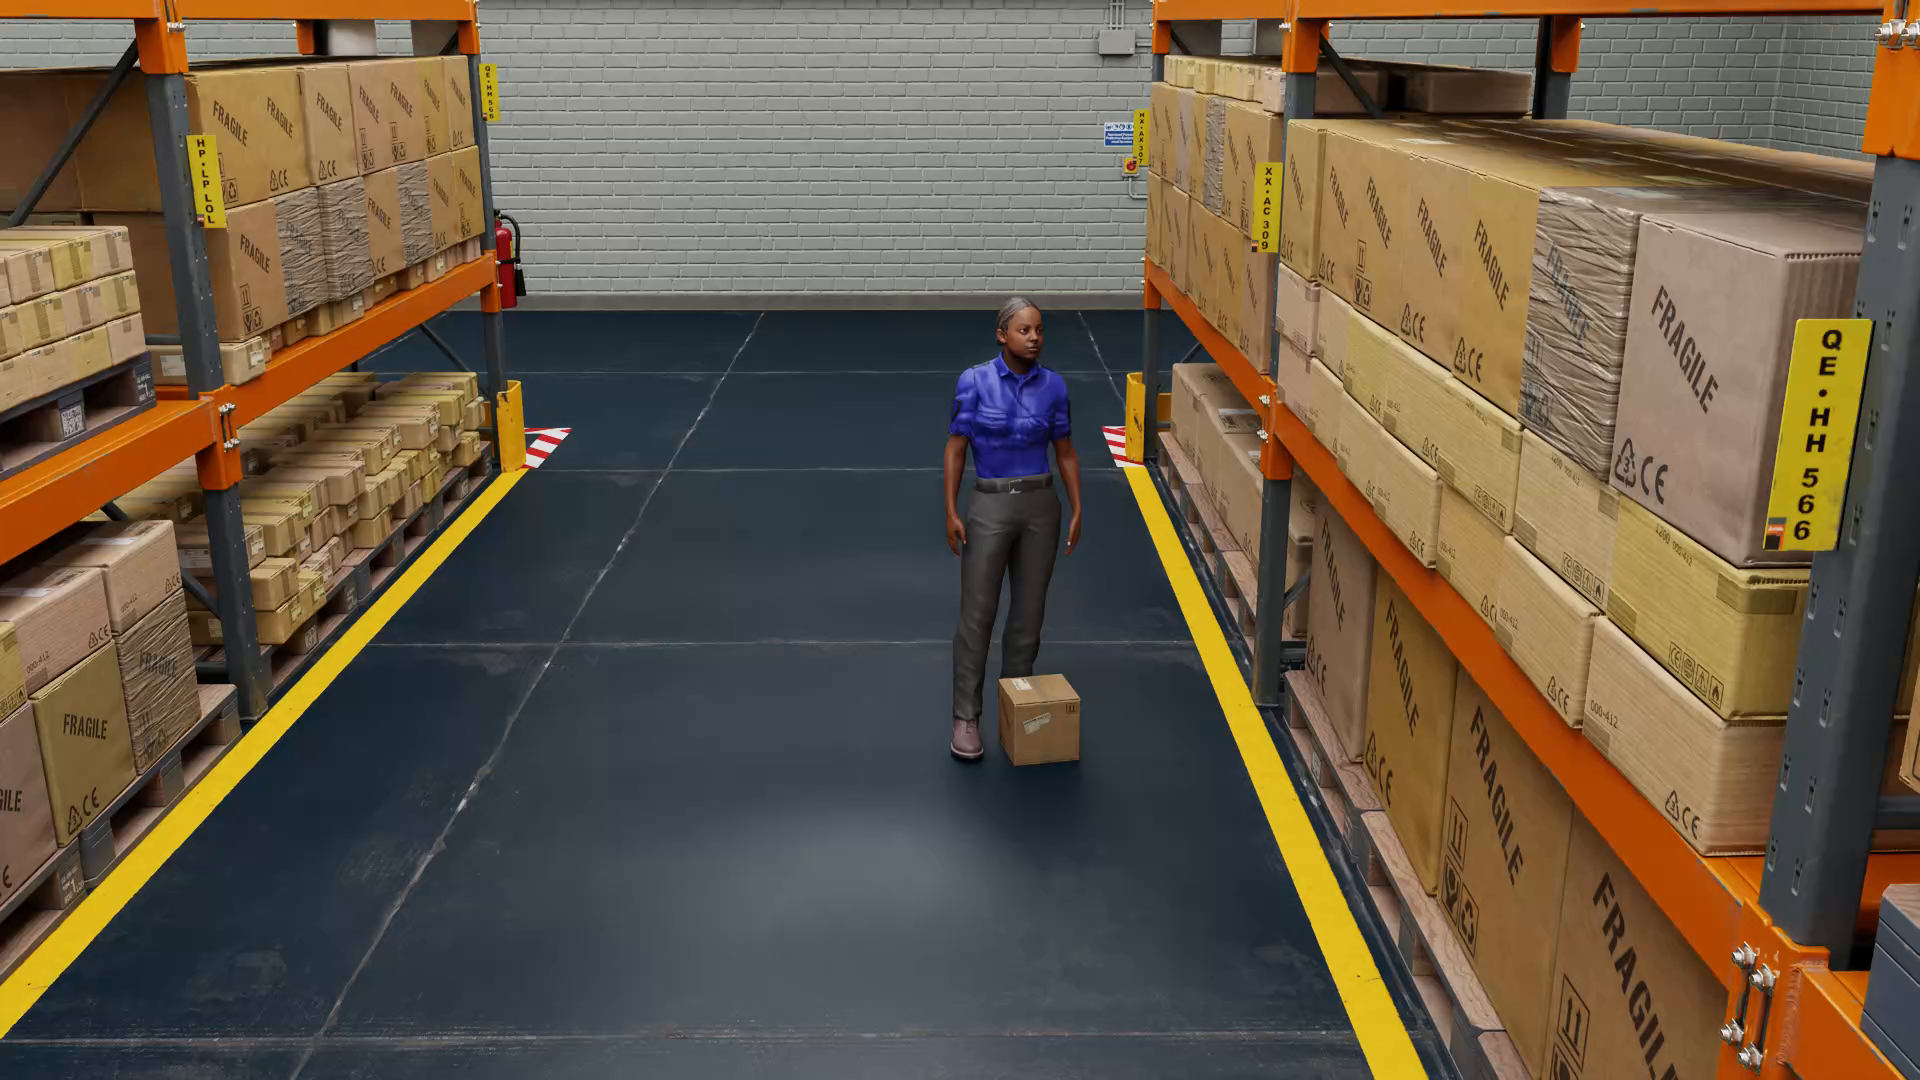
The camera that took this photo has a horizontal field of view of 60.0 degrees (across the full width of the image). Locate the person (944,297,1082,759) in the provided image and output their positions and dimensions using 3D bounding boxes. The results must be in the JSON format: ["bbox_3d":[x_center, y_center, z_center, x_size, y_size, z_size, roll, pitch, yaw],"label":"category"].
[{"bbox_3d":[0.203,-0.055,6.204,0.569,1.657,0.502,-4,18,-14],"label":"person"}]
